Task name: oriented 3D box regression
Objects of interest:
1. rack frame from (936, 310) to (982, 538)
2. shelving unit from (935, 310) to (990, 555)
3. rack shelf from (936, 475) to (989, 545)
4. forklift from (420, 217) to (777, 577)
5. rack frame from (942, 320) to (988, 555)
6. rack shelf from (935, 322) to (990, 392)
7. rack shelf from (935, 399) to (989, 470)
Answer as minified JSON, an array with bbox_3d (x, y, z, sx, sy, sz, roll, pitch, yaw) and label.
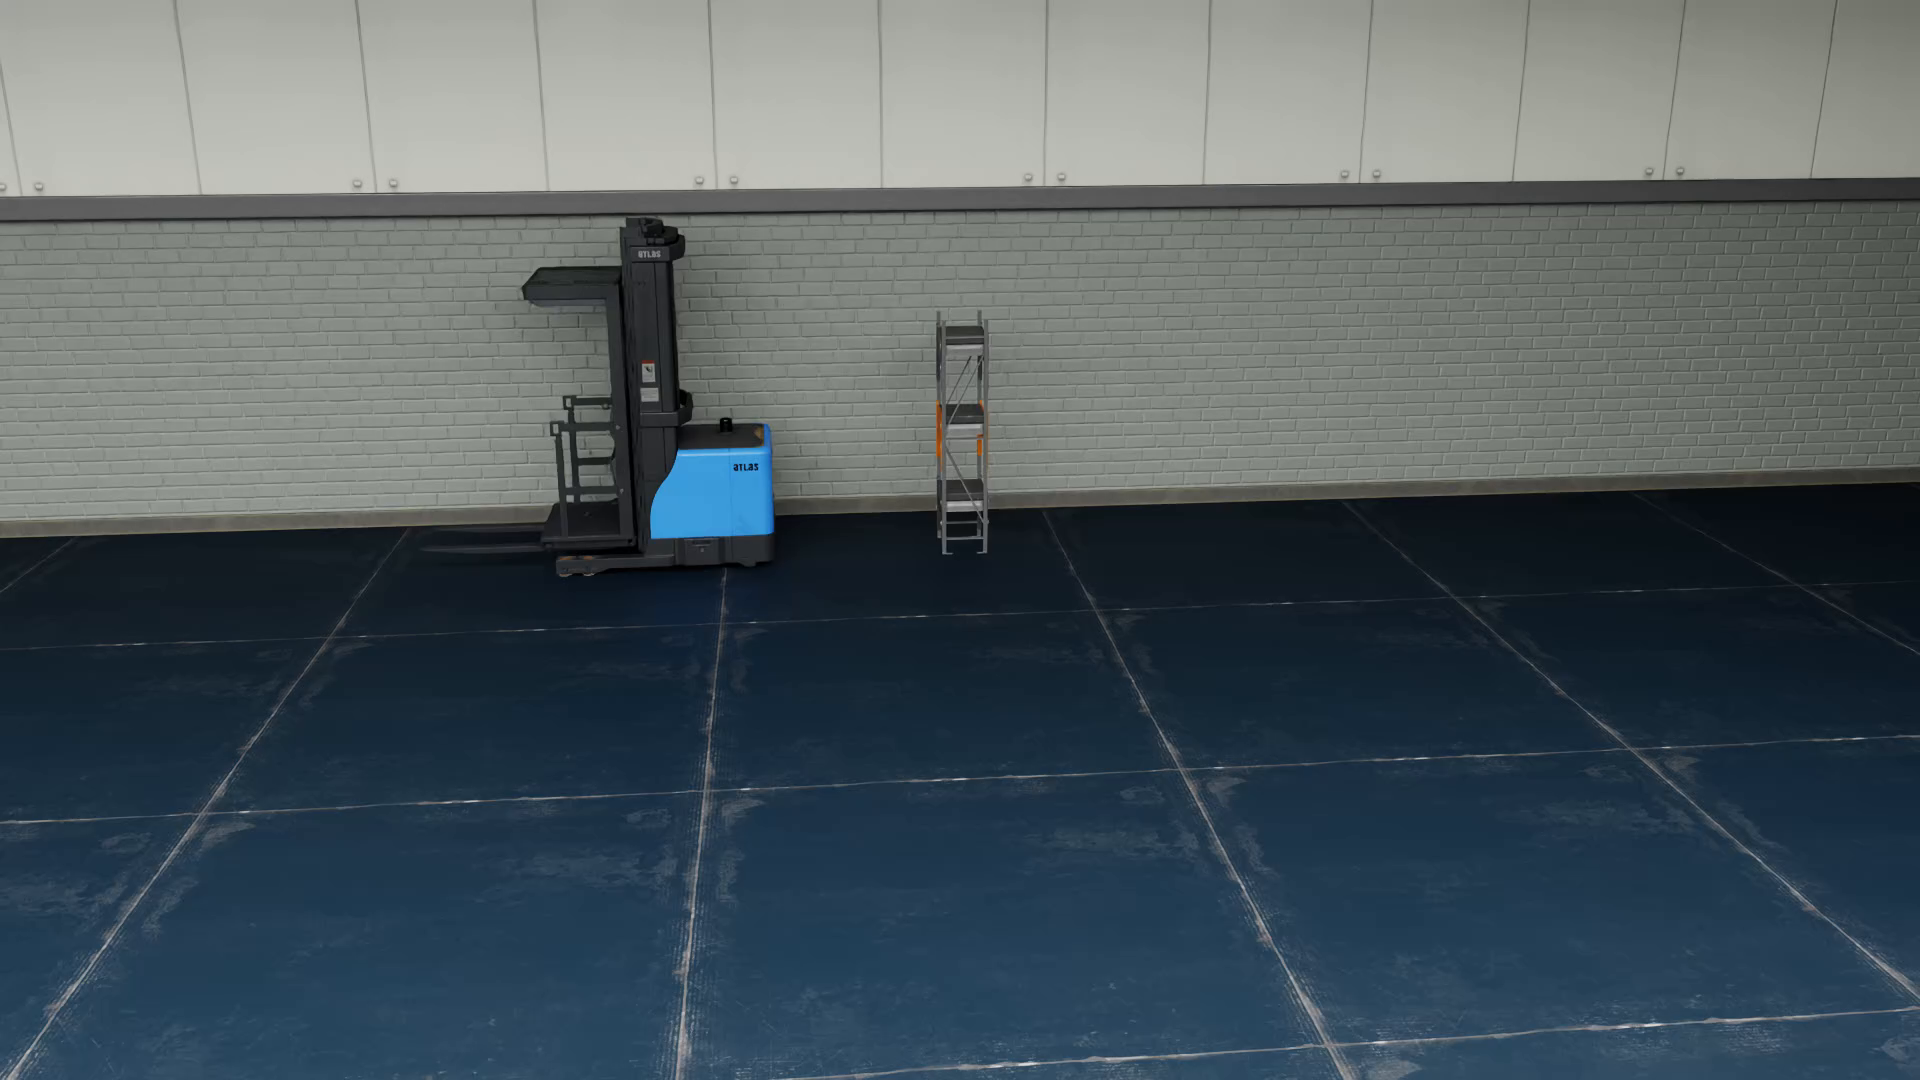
[{"bbox_3d":[-0.008,-1.025,15.010,0.400,2.100,0.015,-2,18,-6],"label":"rack frame"},{"bbox_3d":[0.017,-0.952,14.778,0.431,2.100,0.503,-2,18,-6],"label":"shelving unit"},{"bbox_3d":[0.017,-0.272,14.992,0.431,0.518,0.480,-2,18,-6],"label":"rack shelf"},{"bbox_3d":[-3.155,-1.250,14.337,3.031,2.935,1.130,-2,18,-6],"label":"forklift"},{"bbox_3d":[0.042,-0.880,14.547,0.400,2.100,0.015,-2,18,-6],"label":"rack frame"},{"bbox_3d":[0.017,-1.607,14.573,0.431,0.518,0.480,-2,18,-6],"label":"rack shelf"},{"bbox_3d":[0.017,-0.939,14.782,0.431,0.518,0.480,-2,18,-6],"label":"rack shelf"}]
